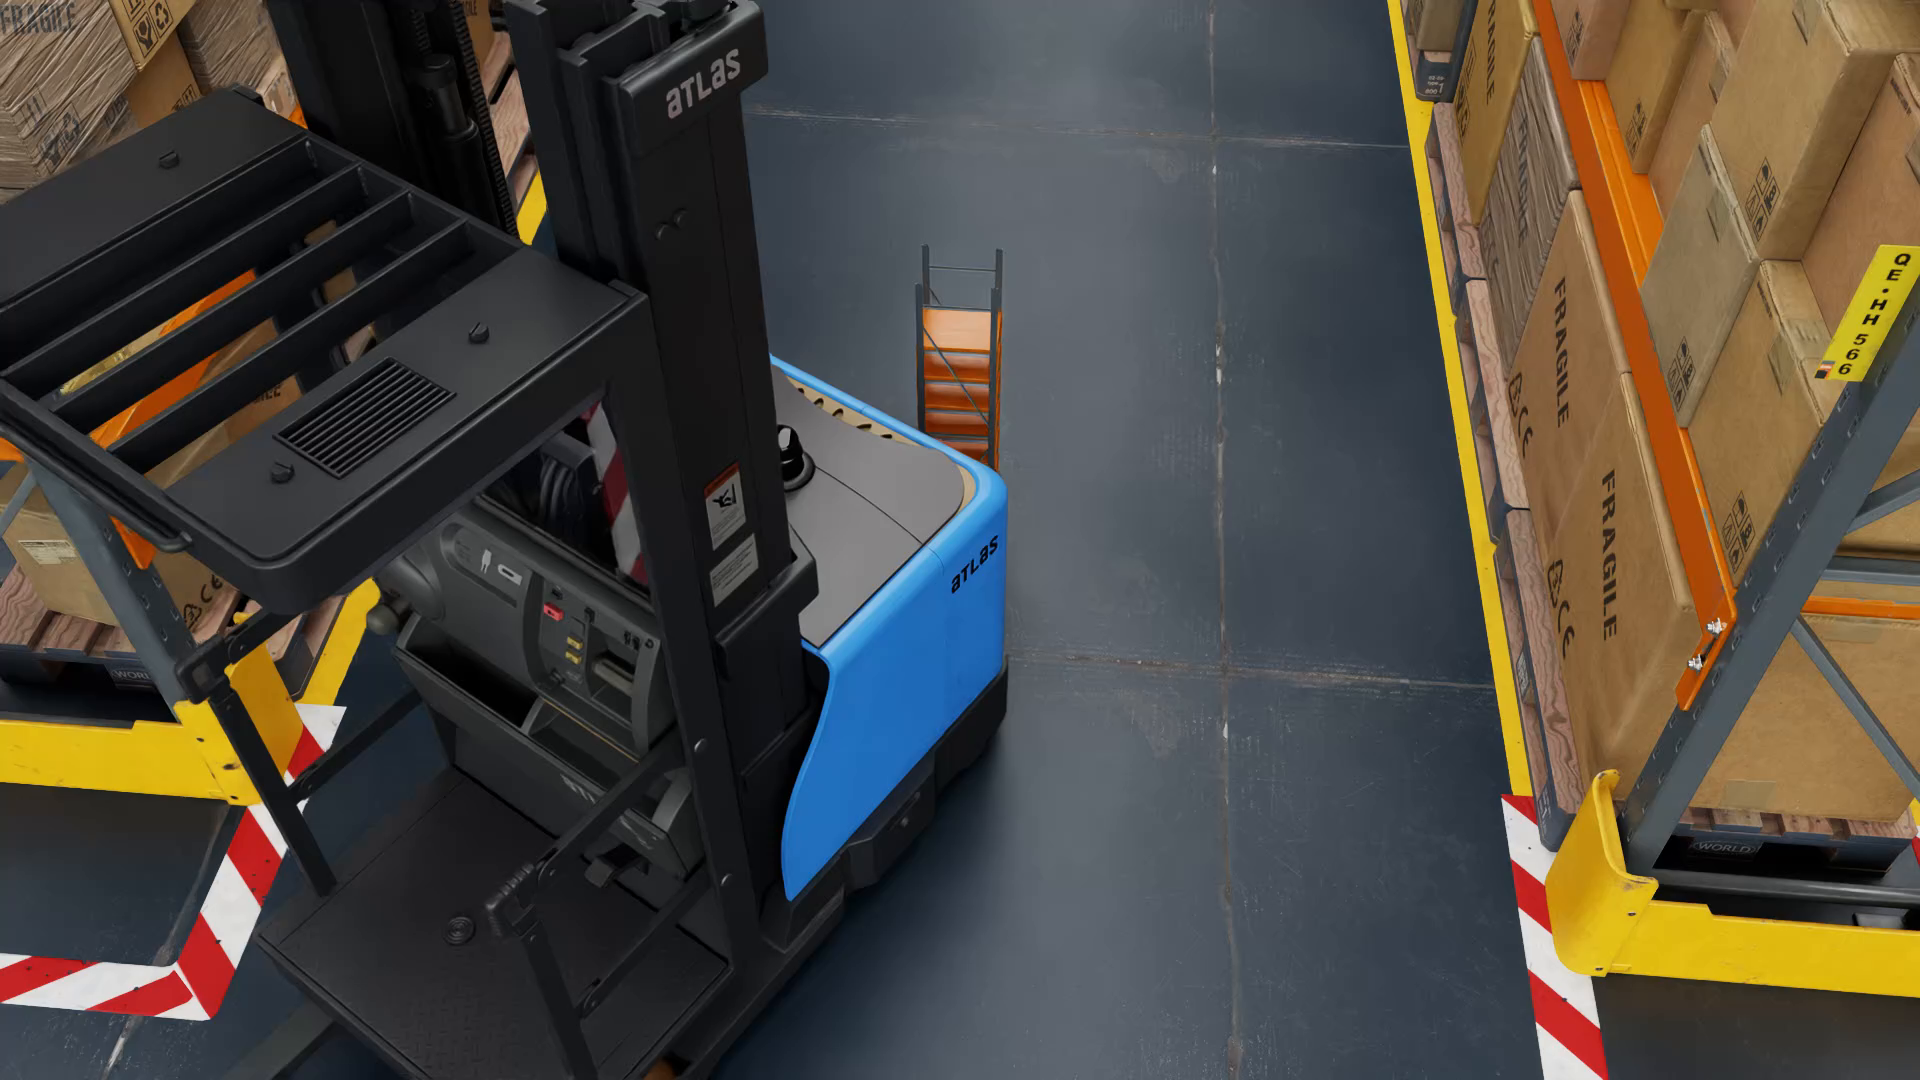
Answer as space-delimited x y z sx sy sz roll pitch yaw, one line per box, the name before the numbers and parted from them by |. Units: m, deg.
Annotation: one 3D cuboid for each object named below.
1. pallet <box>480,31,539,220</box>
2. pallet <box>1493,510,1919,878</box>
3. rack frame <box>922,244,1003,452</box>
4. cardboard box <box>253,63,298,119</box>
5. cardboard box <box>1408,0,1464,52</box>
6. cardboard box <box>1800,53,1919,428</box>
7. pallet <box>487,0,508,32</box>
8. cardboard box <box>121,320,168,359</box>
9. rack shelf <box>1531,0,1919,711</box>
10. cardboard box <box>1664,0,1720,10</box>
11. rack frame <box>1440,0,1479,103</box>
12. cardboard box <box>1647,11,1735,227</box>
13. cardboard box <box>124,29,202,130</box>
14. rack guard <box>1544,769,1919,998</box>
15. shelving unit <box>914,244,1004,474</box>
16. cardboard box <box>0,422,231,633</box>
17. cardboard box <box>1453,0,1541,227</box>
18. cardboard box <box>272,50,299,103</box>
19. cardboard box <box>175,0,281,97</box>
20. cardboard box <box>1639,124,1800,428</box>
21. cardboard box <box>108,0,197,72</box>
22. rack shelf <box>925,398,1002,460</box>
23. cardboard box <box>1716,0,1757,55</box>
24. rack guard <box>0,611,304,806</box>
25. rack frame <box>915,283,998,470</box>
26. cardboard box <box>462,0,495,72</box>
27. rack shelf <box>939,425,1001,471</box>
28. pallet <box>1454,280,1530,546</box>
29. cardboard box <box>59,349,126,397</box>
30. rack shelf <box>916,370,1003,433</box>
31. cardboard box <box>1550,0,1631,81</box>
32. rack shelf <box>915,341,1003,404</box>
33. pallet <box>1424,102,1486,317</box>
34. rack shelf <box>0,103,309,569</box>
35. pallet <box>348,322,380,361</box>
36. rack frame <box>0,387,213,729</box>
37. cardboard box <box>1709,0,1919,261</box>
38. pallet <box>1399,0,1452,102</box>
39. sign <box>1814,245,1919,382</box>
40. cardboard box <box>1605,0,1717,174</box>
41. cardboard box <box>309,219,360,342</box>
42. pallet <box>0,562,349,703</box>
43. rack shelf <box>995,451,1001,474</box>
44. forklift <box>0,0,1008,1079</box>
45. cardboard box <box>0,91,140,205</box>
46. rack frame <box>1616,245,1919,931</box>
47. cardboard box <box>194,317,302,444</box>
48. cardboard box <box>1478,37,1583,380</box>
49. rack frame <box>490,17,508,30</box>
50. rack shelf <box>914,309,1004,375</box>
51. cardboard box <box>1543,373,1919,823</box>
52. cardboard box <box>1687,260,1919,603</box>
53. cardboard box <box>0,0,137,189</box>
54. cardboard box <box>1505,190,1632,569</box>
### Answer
pallet | -2.317 -1.819 7.271 1.003 0.211 1.213 4 48 4
pallet | 2.269 0.439 5.205 1.003 0.211 1.213 4 48 4
rack frame | 0.007 -0.462 5.359 0.240 1.200 0.006 4 48 4
cardboard box | -2.285 -1.344 5.117 0.380 0.149 0.250 4 48 4
cardboard box | 2.606 -2.693 7.420 1.050 0.750 0.750 4 48 3
cardboard box | 2.347 -0.594 3.427 0.875 0.550 0.550 4 48 4
pallet | -2.222 -2.887 8.248 1.003 0.211 1.213 4 48 4
cardboard box | -2.350 -0.608 4.443 0.380 0.149 0.250 4 48 4
rack shelf | 2.457 -1.136 5.244 1.077 0.370 4.000 4 48 4
cardboard box | 2.410 -1.805 4.535 0.875 0.550 0.500 4 48 4
rack frame | 2.639 -2.848 6.322 1.000 3.000 0.127 4 48 4
cardboard box | 2.468 -1.044 4.570 0.875 0.550 0.550 4 48 4
cardboard box | -2.652 -1.229 4.572 0.875 0.500 0.500 4 48 4
rack guard | 2.272 0.952 4.540 1.175 0.500 0.348 4 48 4
shelving unit | -0.001 -0.394 5.298 0.258 1.200 0.189 4 48 4
cardboard box | -2.582 -0.073 5.193 0.500 0.500 0.500 12 49 11
cardboard box | 2.512 -1.816 6.533 0.875 0.875 0.875 5 48 4
cardboard box | -2.159 -1.521 5.279 0.380 0.149 0.250 4 48 4
cardboard box | -2.564 -1.593 4.905 0.875 0.500 0.500 4 48 4
cardboard box | 2.291 -0.641 4.202 0.875 0.550 0.550 4 48 4
cardboard box | -2.282 -1.541 4.180 0.500 0.500 0.500 4 48 4
rack shelf | -0.001 -0.364 5.330 0.258 0.103 0.180 4 48 4
cardboard box | 2.491 -1.407 4.171 0.875 0.550 0.550 4 48 4
rack guard | -2.649 0.471 4.980 1.175 0.500 0.348 4 48 4
rack frame | -0.010 -0.327 5.236 0.240 1.200 0.006 4 48 4
cardboard box | -2.368 -2.263 7.196 0.500 0.500 0.500 3 48 2
rack shelf | -0.001 -0.283 5.419 0.258 0.103 0.180 4 48 4
pallet | 2.383 -0.455 6.023 1.003 0.211 1.213 4 48 4
cardboard box | -2.392 -0.425 4.277 0.380 0.149 0.250 4 48 4
rack shelf | -0.001 -0.445 5.242 0.258 0.103 0.180 4 48 4
cardboard box | 2.423 -1.832 5.292 0.875 0.550 0.550 4 48 4
rack shelf | -0.001 -0.526 5.153 0.258 0.103 0.180 4 48 4
pallet | 2.492 -1.354 6.845 1.003 0.211 1.213 4 48 4
rack shelf | -2.474 -1.544 5.617 1.077 0.370 4.000 4 48 4
pallet | -2.426 -0.920 6.449 1.003 0.211 1.213 4 48 4
rack frame | -2.656 -0.317 4.007 1.000 3.000 0.127 4 48 4
cardboard box | 2.305 -1.005 3.803 0.875 0.550 0.550 4 48 4
pallet | 2.634 -2.479 7.875 1.003 0.211 1.213 4 48 4
sign | 1.735 -0.426 3.162 0.100 0.325 0.005 4 48 4
cardboard box | 2.475 -1.436 4.929 0.875 0.550 0.500 4 48 4
cardboard box | -2.486 -0.973 6.017 0.500 0.500 0.500 8 48 7
pallet | -2.540 -0.026 5.631 1.003 0.211 1.213 4 48 4
rack shelf | -0.001 -0.202 5.507 0.258 0.103 0.180 4 48 4
forklift | -1.133 0.234 3.549 1.130 2.935 3.031 28 54 24
cardboard box | -2.578 -0.853 4.228 0.875 0.500 0.500 4 48 4
rack frame | 2.274 0.091 3.634 1.000 3.000 0.127 4 48 4
cardboard box | -2.562 -0.514 5.597 0.500 0.500 0.500 15 49 14
cardboard box | 2.434 -1.153 5.927 0.875 0.875 0.875 4 48 4
rack frame | -2.291 -3.256 6.695 1.000 3.000 0.127 4 48 4
rack shelf | -0.001 -0.607 5.065 0.258 0.103 0.180 4 48 4
cardboard box | 2.270 0.164 4.723 0.875 0.875 0.875 4 48 4
cardboard box | 2.263 -0.235 3.831 0.875 0.550 0.550 4 48 4
cardboard box | -2.334 -1.174 3.844 0.500 0.500 0.500 4 48 4
cardboard box | 2.348 -0.483 5.314 0.875 0.875 0.875 3 48 3
